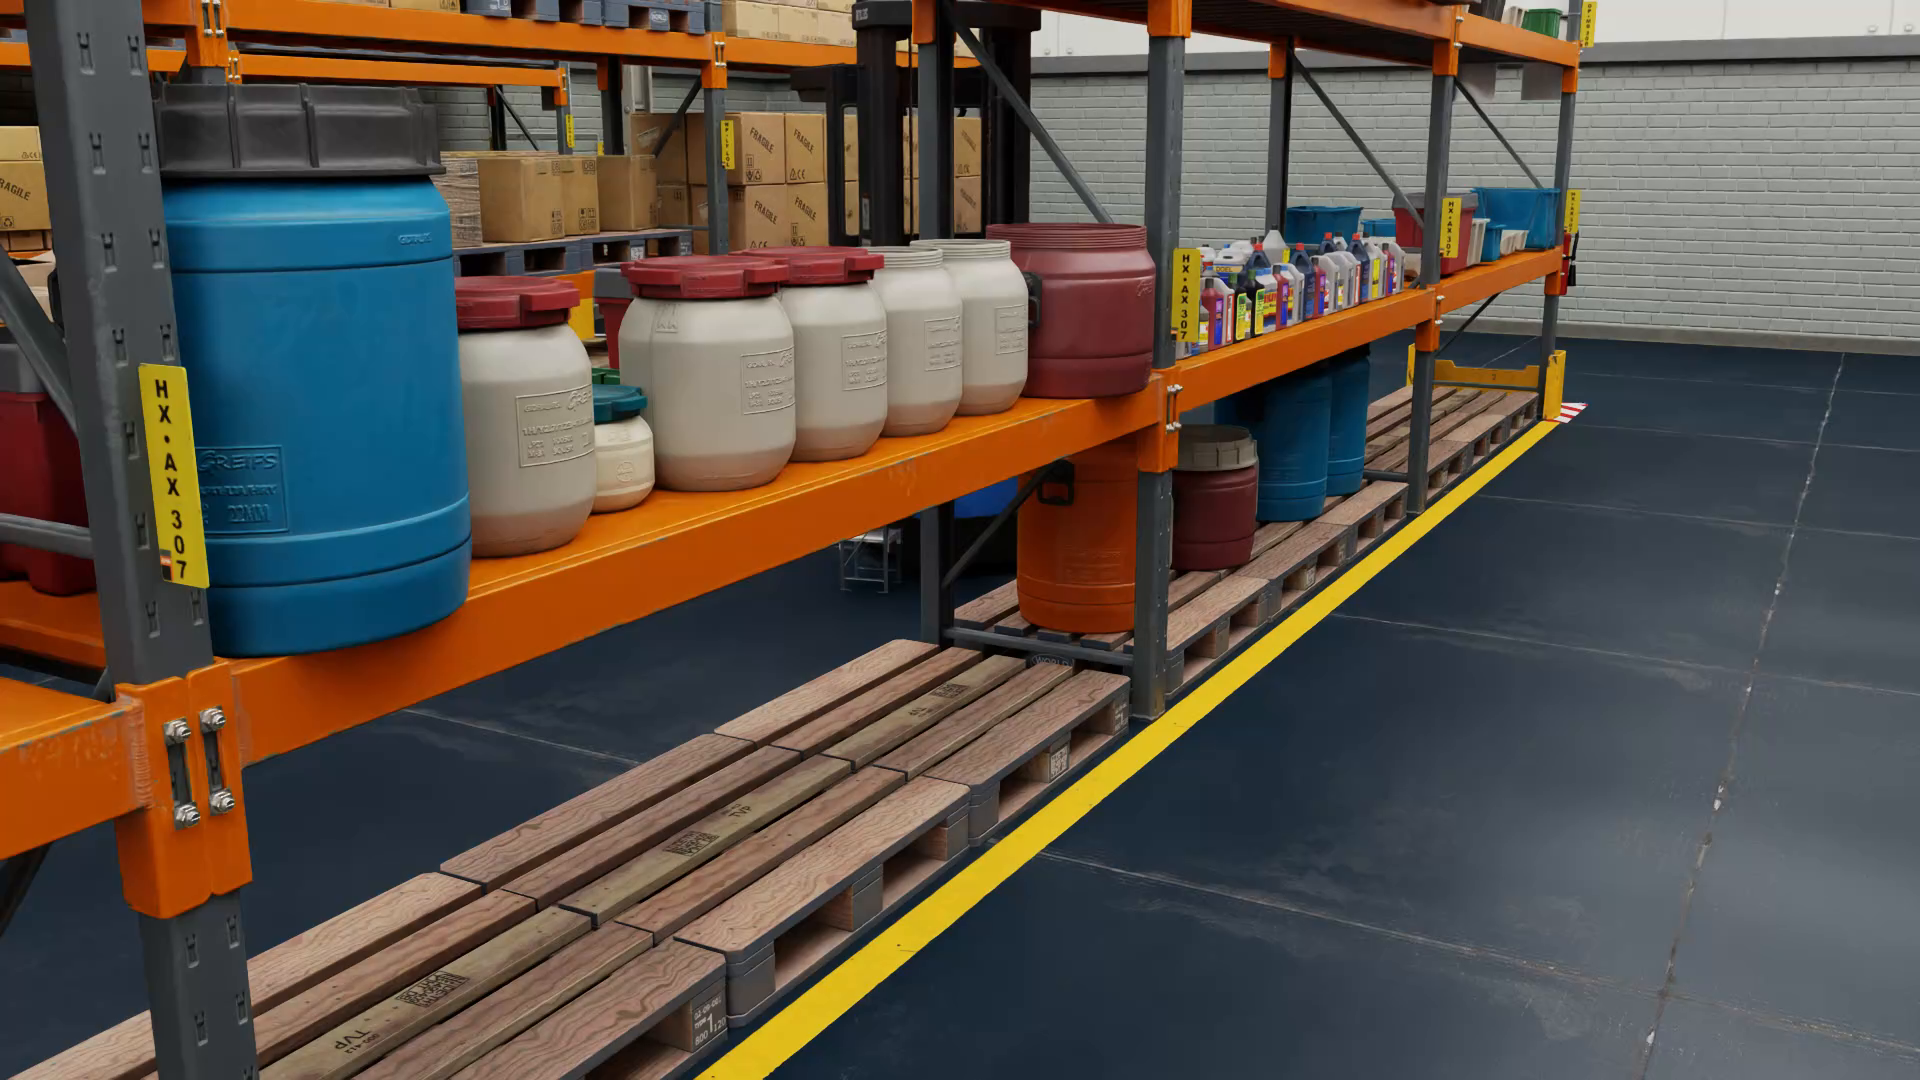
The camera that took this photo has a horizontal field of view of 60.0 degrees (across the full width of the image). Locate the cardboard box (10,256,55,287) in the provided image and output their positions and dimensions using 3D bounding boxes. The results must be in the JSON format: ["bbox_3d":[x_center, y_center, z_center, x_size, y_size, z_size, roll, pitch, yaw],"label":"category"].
[{"bbox_3d":[-4.626,-1.200,7.802,0.500,0.311,0.500,7,15,27],"label":"cardboard box"}]

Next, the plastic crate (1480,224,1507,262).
[{"bbox_3d":[3.409,-1.982,11.083,0.416,0.233,0.300,7,15,28],"label":"plastic crate"}]

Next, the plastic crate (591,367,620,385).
[{"bbox_3d":[-1.029,-0.309,4.367,0.450,0.188,0.662,7,15,28],"label":"plastic crate"}]

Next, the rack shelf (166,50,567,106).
[{"bbox_3d":[-5.462,-4.305,15.626,1.077,0.370,4.000,7,15,28],"label":"rack shelf"}]

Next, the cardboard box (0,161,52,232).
[{"bbox_3d":[-7.156,-2.555,12.341,0.500,0.500,0.500,8,16,30],"label":"cardboard box"}]

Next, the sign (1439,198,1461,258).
[{"bbox_3d":[2.725,-1.736,9.242,0.100,0.325,0.005,7,15,28],"label":"sign"}]

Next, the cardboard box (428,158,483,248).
[{"bbox_3d":[-3.209,-1.966,9.679,0.700,0.500,0.500,11,17,38],"label":"cardboard box"}]

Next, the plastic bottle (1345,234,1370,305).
[{"bbox_3d":[1.997,-1.376,8.447,0.144,0.351,0.185,7,15,28],"label":"plastic bottle"}]

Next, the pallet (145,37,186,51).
[{"bbox_3d":[-6.828,-3.958,13.058,0.805,0.209,1.217,7,15,26],"label":"pallet"}]

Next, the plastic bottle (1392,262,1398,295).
[{"bbox_3d":[2.304,-1.423,8.959,0.097,0.201,0.097,0,14,0],"label":"plastic bottle"}]

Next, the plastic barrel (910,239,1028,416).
[{"bbox_3d":[0.000,-0.662,5.142,0.421,0.512,0.421,0,14,0],"label":"plastic barrel"}]

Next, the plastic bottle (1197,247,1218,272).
[{"bbox_3d":[1.239,-1.362,8.547,0.152,0.276,0.135,7,15,28],"label":"plastic bottle"}]

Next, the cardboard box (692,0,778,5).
[{"bbox_3d":[-1.638,-3.926,11.771,0.500,0.250,0.500,7,15,28],"label":"cardboard box"}]

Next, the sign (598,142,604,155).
[{"bbox_3d":[-2.569,-2.707,12.013,0.100,0.325,0.005,7,15,28],"label":"sign"}]

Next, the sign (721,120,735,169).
[{"bbox_3d":[-1.603,-2.727,11.473,0.100,0.325,0.005,7,15,28],"label":"sign"}]

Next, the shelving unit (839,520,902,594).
[{"bbox_3d":[-0.432,-0.212,7.992,0.258,0.900,0.210,4,14,15],"label":"shelving unit"}]

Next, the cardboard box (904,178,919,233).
[{"bbox_3d":[-0.629,-2.764,13.884,0.500,0.500,0.500,8,15,28],"label":"cardboard box"}]

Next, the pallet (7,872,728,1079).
[{"bbox_3d":[-1.278,1.168,3.740,1.003,0.211,1.213,7,15,28],"label":"pallet"}]

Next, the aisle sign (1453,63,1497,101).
[{"bbox_3d":[3.953,-3.797,12.835,0.394,0.787,0.004,7,15,28],"label":"aisle sign"}]

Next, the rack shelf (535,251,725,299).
[{"bbox_3d":[-3.057,-1.466,10.248,1.077,0.370,4.000,7,15,28],"label":"rack shelf"}]

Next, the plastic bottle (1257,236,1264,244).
[{"bbox_3d":[1.693,-1.580,9.437,0.061,0.283,0.133,7,15,28],"label":"plastic bottle"}]

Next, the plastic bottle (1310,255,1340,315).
[{"bbox_3d":[1.739,-1.232,8.010,0.152,0.276,0.135,7,15,28],"label":"plastic bottle"}]

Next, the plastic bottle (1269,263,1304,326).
[{"bbox_3d":[1.473,-1.120,7.542,0.152,0.276,0.135,7,15,28],"label":"plastic bottle"}]

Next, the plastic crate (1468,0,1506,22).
[{"bbox_3d":[3.085,-3.282,10.127,0.497,0.269,0.590,7,15,28],"label":"plastic crate"}]

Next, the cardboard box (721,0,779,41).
[{"bbox_3d":[-1.639,-3.683,11.830,0.500,0.250,0.500,7,15,28],"label":"cardboard box"}]

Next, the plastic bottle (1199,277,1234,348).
[{"bbox_3d":[1.026,-0.930,6.756,0.152,0.276,0.135,7,15,28],"label":"plastic bottle"}]

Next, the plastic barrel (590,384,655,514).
[{"bbox_3d":[-0.849,-0.209,3.797,0.301,0.262,0.301,0,14,0],"label":"plastic barrel"}]

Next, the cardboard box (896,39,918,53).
[{"bbox_3d":[-0.656,-4.091,13.523,0.500,0.250,0.500,7,15,28],"label":"cardboard box"}]

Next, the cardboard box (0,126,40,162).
[{"bbox_3d":[-7.178,-2.916,12.238,0.500,0.250,0.500,7,15,27],"label":"cardboard box"}]

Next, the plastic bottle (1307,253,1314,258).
[{"bbox_3d":[1.733,-1.288,8.251,0.097,0.271,0.097,0,14,0],"label":"plastic bottle"}]

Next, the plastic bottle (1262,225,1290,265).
[{"bbox_3d":[1.771,-1.596,9.359,0.144,0.351,0.185,7,15,28],"label":"plastic bottle"}]

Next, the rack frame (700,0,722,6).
[{"bbox_3d":[-2.090,-5.142,11.163,1.000,3.000,0.127,7,15,28],"label":"rack frame"}]

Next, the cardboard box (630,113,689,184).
[{"bbox_3d":[-2.072,-2.894,12.289,0.500,0.500,0.500,7,15,28],"label":"cardboard box"}]

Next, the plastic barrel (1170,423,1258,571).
[{"bbox_3d":[1.078,-0.209,7.750,0.600,0.588,0.708,7,15,28],"label":"plastic barrel"}]

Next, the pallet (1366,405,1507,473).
[{"bbox_3d":[3.154,-0.715,11.548,1.003,0.211,1.213,7,15,28],"label":"pallet"}]

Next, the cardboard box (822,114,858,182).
[{"bbox_3d":[-1.118,-3.037,12.882,0.500,0.500,0.500,7,15,26],"label":"cardboard box"}]

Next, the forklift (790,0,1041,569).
[{"bbox_3d":[-0.287,-1.581,9.338,1.130,2.935,3.031,-6,15,-22],"label":"forklift"}]

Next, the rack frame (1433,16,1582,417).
[{"bbox_3d":[4.178,-2.485,12.939,1.000,3.000,0.127,7,15,28],"label":"rack frame"}]

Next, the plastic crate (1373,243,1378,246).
[{"bbox_3d":[2.550,-1.819,10.639,0.437,0.125,0.590,7,15,28],"label":"plastic crate"}]

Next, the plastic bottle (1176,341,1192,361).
[{"bbox_3d":[0.803,-0.835,6.362,0.152,0.276,0.135,7,15,28],"label":"plastic bottle"}]

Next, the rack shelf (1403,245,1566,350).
[{"bbox_3d":[3.211,-1.724,11.321,1.077,0.370,4.000,7,15,28],"label":"rack shelf"}]

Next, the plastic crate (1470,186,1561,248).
[{"bbox_3d":[4.179,-2.441,12.555,0.616,0.435,0.499,7,15,28],"label":"plastic crate"}]

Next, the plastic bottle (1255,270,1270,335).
[{"bbox_3d":[1.282,-1.023,7.152,0.097,0.271,0.097,0,14,0],"label":"plastic bottle"}]

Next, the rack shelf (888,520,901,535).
[{"bbox_3d":[-0.432,-0.092,8.020,0.258,0.077,0.200,4,14,15],"label":"rack shelf"}]

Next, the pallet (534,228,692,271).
[{"bbox_3d":[-2.572,-1.981,11.260,1.003,0.211,1.213,7,15,28],"label":"pallet"}]

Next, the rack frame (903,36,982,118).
[{"bbox_3d":[-0.157,-3.047,15.270,1.000,3.000,0.127,7,15,28],"label":"rack frame"}]

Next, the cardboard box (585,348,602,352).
[{"bbox_3d":[-2.786,-1.042,11.351,0.500,0.500,0.500,8,16,29],"label":"cardboard box"}]

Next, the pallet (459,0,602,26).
[{"bbox_3d":[-2.966,-3.254,10.131,1.213,0.211,1.003,7,15,28],"label":"pallet"}]

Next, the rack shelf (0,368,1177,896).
[{"bbox_3d":[-0.656,-0.083,4.513,1.077,0.370,4.000,7,15,28],"label":"rack shelf"}]
